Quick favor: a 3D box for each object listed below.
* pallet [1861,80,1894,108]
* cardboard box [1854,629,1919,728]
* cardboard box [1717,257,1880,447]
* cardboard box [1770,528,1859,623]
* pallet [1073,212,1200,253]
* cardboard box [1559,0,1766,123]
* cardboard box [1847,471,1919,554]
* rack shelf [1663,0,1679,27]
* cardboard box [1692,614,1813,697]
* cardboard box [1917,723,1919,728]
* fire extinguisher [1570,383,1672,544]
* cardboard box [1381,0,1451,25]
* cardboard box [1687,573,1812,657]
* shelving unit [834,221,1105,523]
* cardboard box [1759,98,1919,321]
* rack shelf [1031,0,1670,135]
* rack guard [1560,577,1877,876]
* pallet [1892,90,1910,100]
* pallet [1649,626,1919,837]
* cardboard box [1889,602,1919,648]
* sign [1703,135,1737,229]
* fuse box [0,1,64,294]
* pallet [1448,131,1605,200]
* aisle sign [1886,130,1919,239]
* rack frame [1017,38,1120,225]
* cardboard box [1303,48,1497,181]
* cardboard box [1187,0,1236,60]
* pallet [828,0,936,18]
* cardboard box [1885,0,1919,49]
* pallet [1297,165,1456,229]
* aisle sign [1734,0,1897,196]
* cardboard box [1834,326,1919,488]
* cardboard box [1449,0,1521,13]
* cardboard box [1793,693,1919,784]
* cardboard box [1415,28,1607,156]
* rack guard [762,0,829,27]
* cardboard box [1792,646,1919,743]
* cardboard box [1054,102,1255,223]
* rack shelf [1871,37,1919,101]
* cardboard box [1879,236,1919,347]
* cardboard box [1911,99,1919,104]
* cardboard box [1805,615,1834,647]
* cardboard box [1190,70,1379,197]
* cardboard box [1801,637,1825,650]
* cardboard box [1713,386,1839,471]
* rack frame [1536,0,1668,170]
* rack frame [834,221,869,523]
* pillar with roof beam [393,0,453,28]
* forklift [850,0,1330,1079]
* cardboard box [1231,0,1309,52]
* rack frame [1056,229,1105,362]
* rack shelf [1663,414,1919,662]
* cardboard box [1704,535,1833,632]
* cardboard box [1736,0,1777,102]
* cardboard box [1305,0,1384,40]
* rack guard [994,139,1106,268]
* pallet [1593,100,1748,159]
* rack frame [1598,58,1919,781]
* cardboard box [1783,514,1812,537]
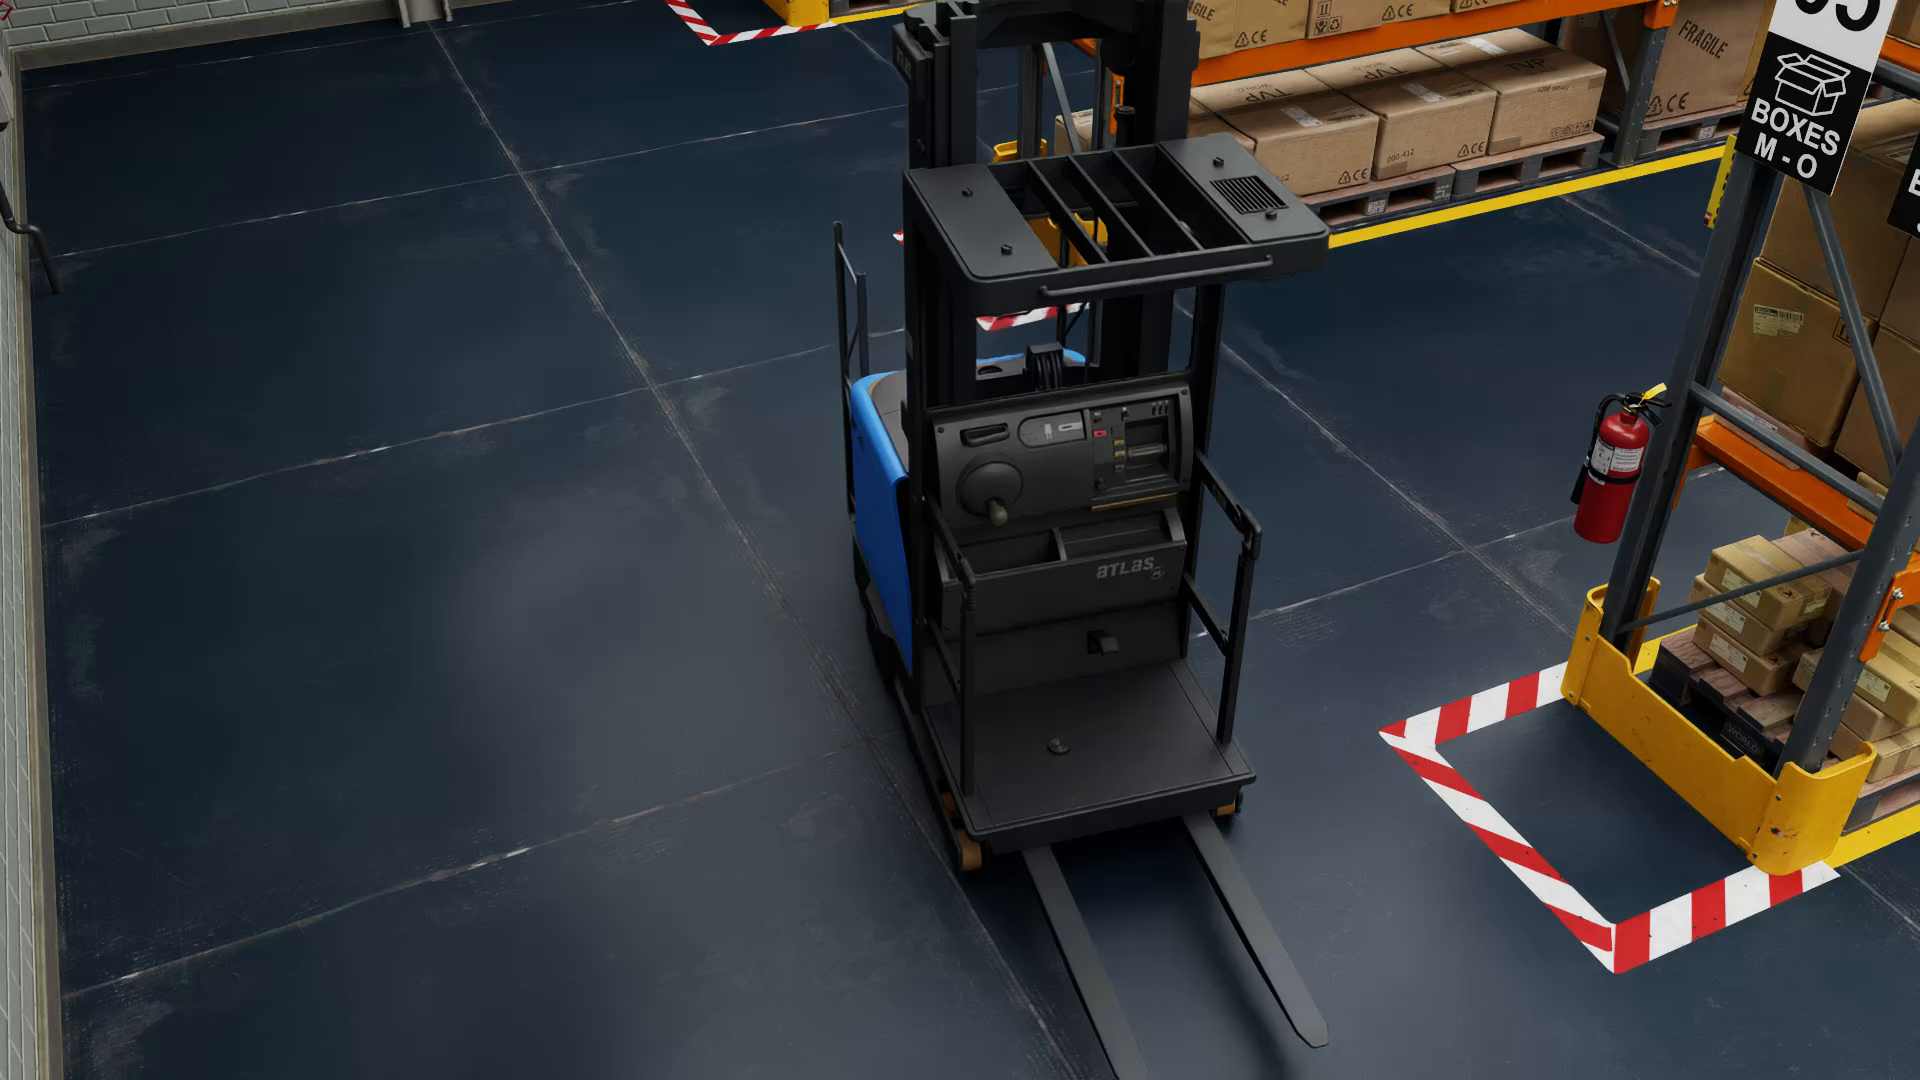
[{"bbox_3d":[6.004,-3.383,12.134,1.213,0.211,1.003,-16,39,-20],"label":"pallet"},{"bbox_3d":[3.424,0.489,6.114,0.250,0.149,0.380,-17,40,-22],"label":"cardboard box"},{"bbox_3d":[3.103,-0.711,5.858,0.500,0.500,0.500,-15,39,-19],"label":"cardboard box"},{"bbox_3d":[3.429,0.135,6.591,0.250,0.149,0.380,-15,39,-19],"label":"cardboard box"},{"bbox_3d":[1.301,-2.068,10.361,1.213,0.211,1.003,-16,39,-20],"label":"pallet"},{"bbox_3d":[4.759,-3.471,11.343,0.875,0.875,0.875,-14,39,-19],"label":"cardboard box"},{"bbox_3d":[3.238,-0.104,5.583,0.250,0.149,0.380,-16,39,-20],"label":"cardboard box"},{"bbox_3d":[6.042,-4.173,11.462,4.000,0.370,1.077,-16,39,-20],"label":"rack shelf"},{"bbox_3d":[3.193,0.431,6.691,0.250,0.149,0.380,-15,39,-19],"label":"cardboard box"},{"bbox_3d":[3.618,0.607,6.455,0.250,0.149,0.380,-16,39,-20],"label":"cardboard box"},{"bbox_3d":[2.381,-0.304,6.019,0.183,0.674,0.296,-16,39,-20],"label":"fire extinguisher"},{"bbox_3d":[2.527,-3.348,9.662,0.500,0.500,0.500,-14,39,-18],"label":"cardboard box"},{"bbox_3d":[3.162,0.270,6.659,0.250,0.149,0.380,-17,40,-21],"label":"cardboard box"},{"bbox_3d":[0.034,-0.684,7.413,1.048,1.500,0.538,-9,38,-12],"label":"shelving unit"},{"bbox_3d":[3.114,-1.111,5.556,0.500,0.500,0.500,-16,40,-21],"label":"cardboard box"},{"bbox_3d":[2.421,-3.161,10.097,4.000,0.370,1.077,-16,39,-20],"label":"rack shelf"},{"bbox_3d":[2.874,0.685,6.406,0.348,0.500,1.175,-16,39,-20],"label":"rack guard"},{"bbox_3d":[7.107,-3.689,12.547,1.213,0.211,1.003,-16,39,-20],"label":"pallet"},{"bbox_3d":[3.624,0.615,6.744,1.213,0.211,1.003,-16,39,-20],"label":"pallet"},{"bbox_3d":[3.622,0.354,6.296,0.250,0.149,0.380,-15,39,-19],"label":"cardboard box"},{"bbox_3d":[2.587,-1.196,5.607,0.005,0.325,0.100,-16,39,-20],"label":"sign"},{"bbox_3d":[-5.245,-2.156,9.220,0.414,1.711,0.539,-16,39,-20],"label":"fuse box"},{"bbox_3d":[3.510,-2.685,11.193,1.213,0.211,1.003,-16,39,-20],"label":"pallet"},{"bbox_3d":[2.866,-1.163,4.618,0.004,0.787,0.394,-16,39,-20],"label":"aisle sign"},{"bbox_3d":[0.610,-2.943,9.200,0.127,3.000,1.000,-16,39,-20],"label":"rack frame"},{"bbox_3d":[2.807,-2.767,10.761,0.875,0.438,0.875,-17,40,-21],"label":"cardboard box"},{"bbox_3d":[1.167,-2.950,9.125,0.500,0.500,0.500,-16,39,-20],"label":"cardboard box"},{"bbox_3d":[-0.712,-4.721,13.937,1.213,0.211,1.003,-16,39,-20],"label":"pallet"},{"bbox_3d":[3.104,-1.702,5.134,0.500,0.250,0.500,-16,40,-21],"label":"cardboard box"},{"bbox_3d":[2.404,-2.374,10.774,1.213,0.211,1.003,-16,39,-20],"label":"pallet"},{"bbox_3d":[2.612,-1.487,5.054,0.004,0.787,0.394,-16,39,-20],"label":"aisle sign"},{"bbox_3d":[3.329,-0.424,5.470,0.500,0.500,0.500,-14,39,-18],"label":"cardboard box"},{"bbox_3d":[3.008,-3.472,9.830,0.500,0.500,0.500,-16,40,-21],"label":"cardboard box"},{"bbox_3d":[3.415,0.717,6.306,0.250,0.149,0.380,-15,39,-19],"label":"cardboard box"},{"bbox_3d":[3.617,-2.994,11.067,0.875,0.438,0.875,-16,40,-21],"label":"cardboard box"},{"bbox_3d":[-1.433,-4.634,13.579,0.348,0.500,1.175,-16,39,-20],"label":"rack guard"},{"bbox_3d":[3.388,0.563,6.263,0.250,0.149,0.380,-14,39,-18],"label":"cardboard box"},{"bbox_3d":[1.165,-2.304,10.136,0.875,0.438,0.875,-17,40,-21],"label":"cardboard box"},{"bbox_3d":[4.616,-1.721,5.639,4.000,0.370,1.077,-16,39,-20],"label":"rack shelf"},{"bbox_3d":[3.324,-0.831,5.180,0.500,0.500,0.500,-16,39,-20],"label":"cardboard box"},{"bbox_3d":[3.572,-1.239,5.729,0.500,0.500,0.500,-17,40,-21],"label":"cardboard box"},{"bbox_3d":[3.421,0.233,6.709,0.250,0.149,0.380,-17,40,-21],"label":"cardboard box"},{"bbox_3d":[1.990,-2.540,10.455,0.875,0.438,0.875,-15,39,-19],"label":"cardboard box"},{"bbox_3d":[3.383,0.312,6.852,0.250,0.149,0.380,-14,39,-19],"label":"cardboard box"},{"bbox_3d":[2.980,-0.433,6.027,0.250,0.149,0.380,-16,39,-20],"label":"cardboard box"},{"bbox_3d":[4.231,-3.956,10.565,0.127,3.000,1.000,-16,39,-20],"label":"rack frame"},{"bbox_3d":[-0.457,-0.605,7.307,0.032,1.500,0.500,-9,38,-12],"label":"rack frame"},{"bbox_3d":[-2.497,-5.511,7.626,0.400,9.000,9.100,-16,39,-20],"label":"pillar with roof beam"},{"bbox_3d":[0.427,-0.224,5.592,1.130,2.935,3.031,-10,38,-13],"label":"forklift"},{"bbox_3d":[1.613,-3.093,9.318,0.500,0.500,0.500,-16,40,-21],"label":"cardboard box"},{"bbox_3d":[0.524,-0.762,7.519,0.032,1.500,0.500,-9,38,-12],"label":"rack frame"},{"bbox_3d":[4.616,-0.517,6.532,4.000,0.370,1.077,-16,39,-20],"label":"rack shelf"},{"bbox_3d":[3.177,0.167,6.548,0.250,0.149,0.380,-15,39,-19],"label":"cardboard box"},{"bbox_3d":[5.573,-3.704,11.657,0.875,0.875,0.875,-14,39,-19],"label":"cardboard box"},{"bbox_3d":[2.081,-3.212,9.479,0.500,0.500,0.500,-16,39,-20],"label":"cardboard box"},{"bbox_3d":[0.589,-1.933,9.937,0.348,0.500,1.175,-16,39,-20],"label":"rack guard"},{"bbox_3d":[4.898,-3.072,11.714,1.213,0.211,1.003,-16,39,-20],"label":"pallet"},{"bbox_3d":[2.805,-0.299,5.636,0.127,3.000,1.000,-16,39,-20],"label":"rack frame"},{"bbox_3d":[3.609,0.001,6.772,0.250,0.149,0.380,-16,40,-21],"label":"cardboard box"}]
